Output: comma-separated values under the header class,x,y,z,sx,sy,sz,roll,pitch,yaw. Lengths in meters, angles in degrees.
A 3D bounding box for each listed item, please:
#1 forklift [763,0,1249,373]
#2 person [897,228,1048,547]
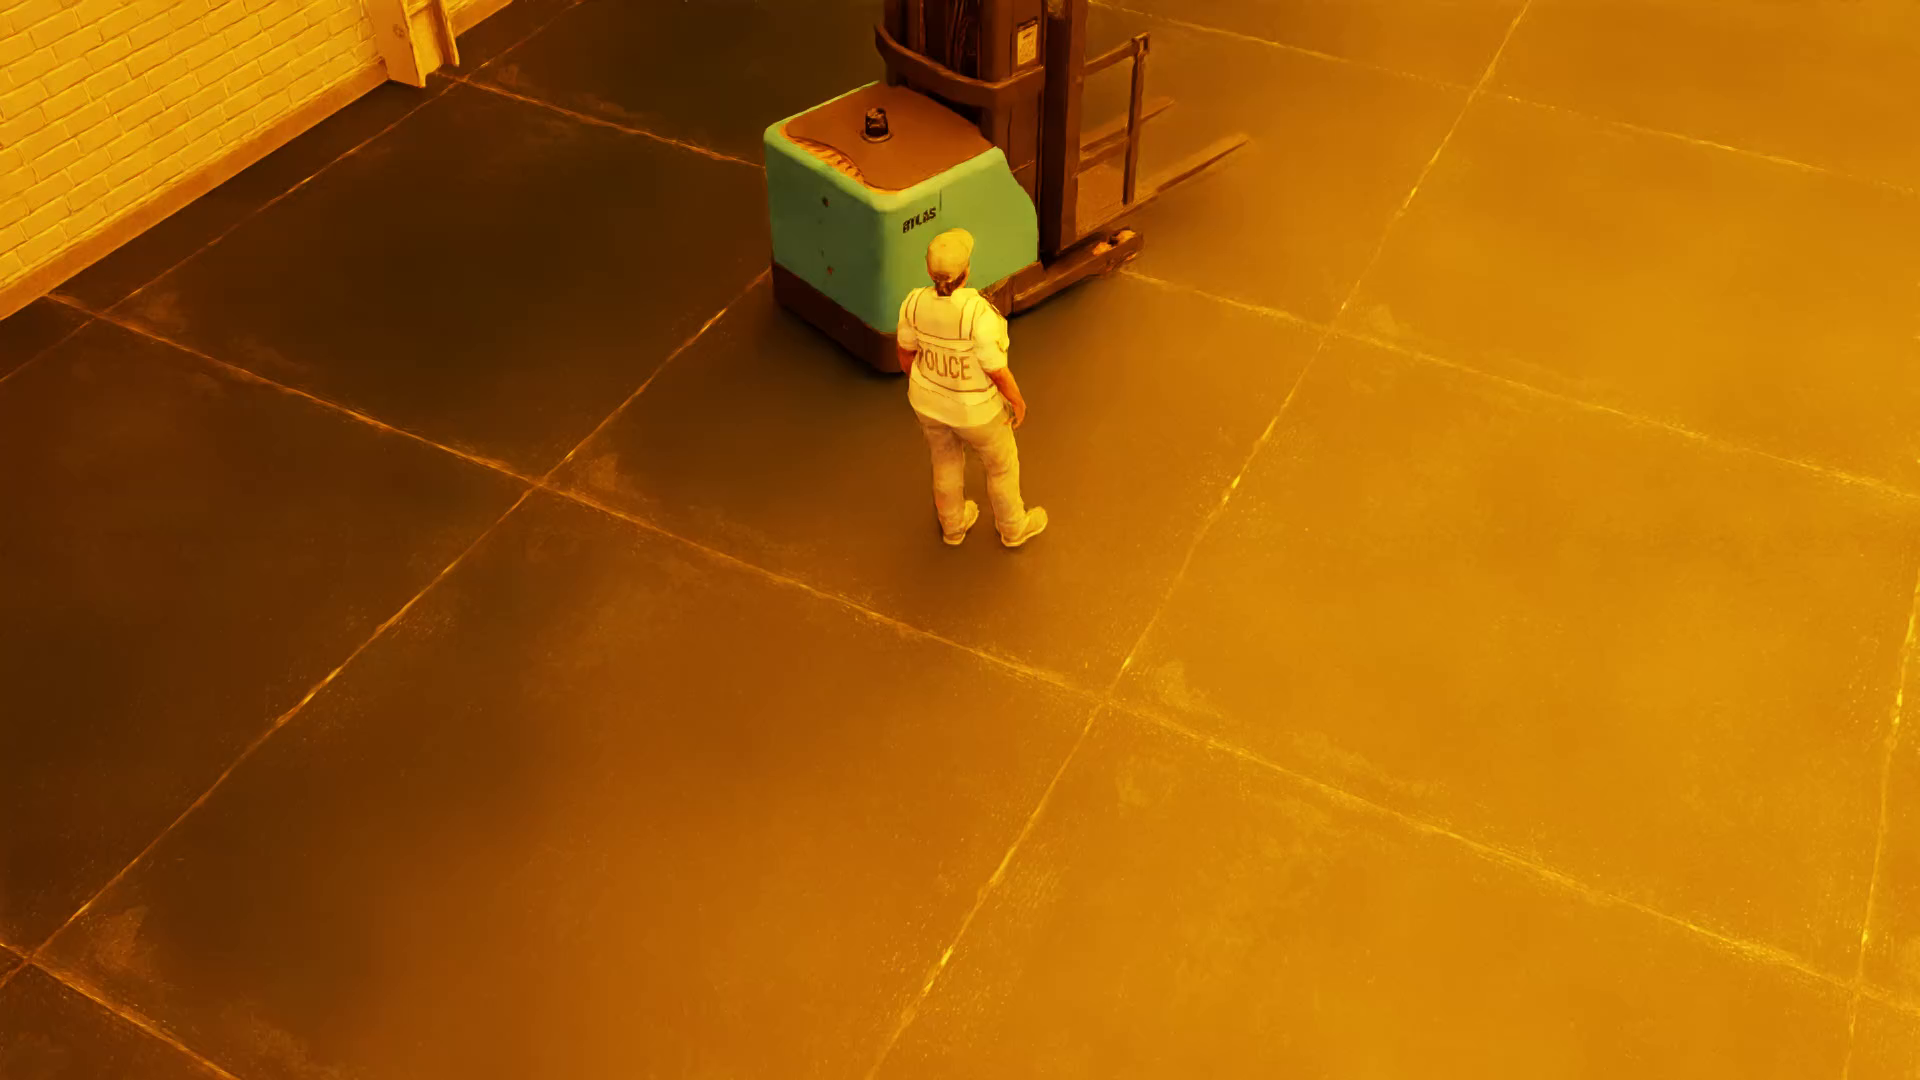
class,x,y,z,sx,sy,sz,roll,pitch,yaw
forklift,0.407,-2.815,8.641,3.031,2.935,1.130,-32,52,-29
person,0.056,-0.651,7.256,0.598,1.669,0.529,20,47,20
